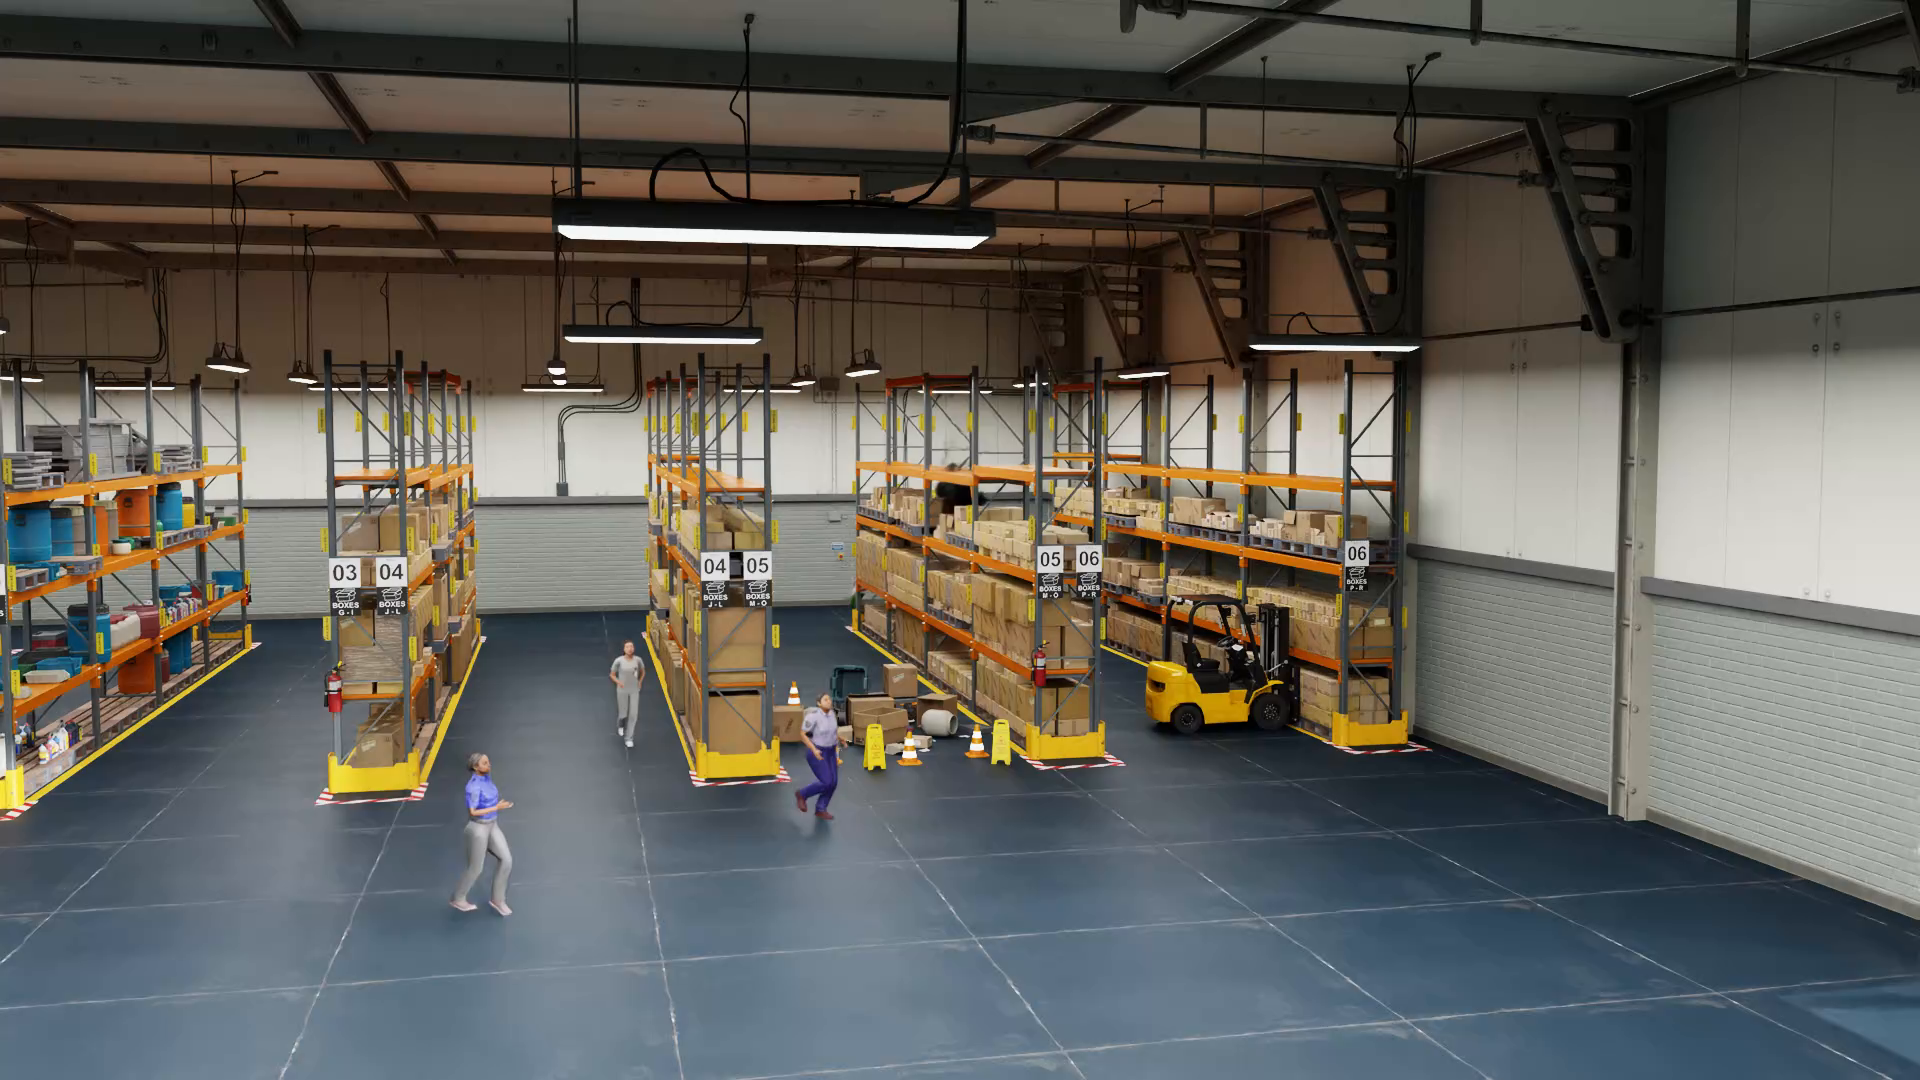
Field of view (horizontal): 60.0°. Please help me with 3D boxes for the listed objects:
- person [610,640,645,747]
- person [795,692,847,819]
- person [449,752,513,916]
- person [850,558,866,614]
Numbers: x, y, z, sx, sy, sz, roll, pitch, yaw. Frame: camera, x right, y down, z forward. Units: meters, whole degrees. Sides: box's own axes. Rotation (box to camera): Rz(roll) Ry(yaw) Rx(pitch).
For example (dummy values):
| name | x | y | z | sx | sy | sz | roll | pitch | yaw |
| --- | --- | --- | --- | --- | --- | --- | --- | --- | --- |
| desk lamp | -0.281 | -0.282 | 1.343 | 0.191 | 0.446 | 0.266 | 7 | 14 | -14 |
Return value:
| name | x | y | z | sx | sy | sz | roll | pitch | yaw |
| --- | --- | --- | --- | --- | --- | --- | --- | --- | --- |
| person | -5.182 | 2.369 | 25.984 | 0.563 | 1.643 | 0.752 | -2 | 4 | -23 |
| person | -1.746 | 2.737 | 21.168 | 0.589 | 1.619 | 0.599 | 3 | 5 | 34 |
| person | -4.852 | 3.004 | 16.903 | 0.714 | 1.715 | 0.556 | 1 | 4 | 13 |
| person | -2.491 | 1.263 | 41.740 | 0.572 | 1.690 | 0.748 | 1 | 4 | 9 |
